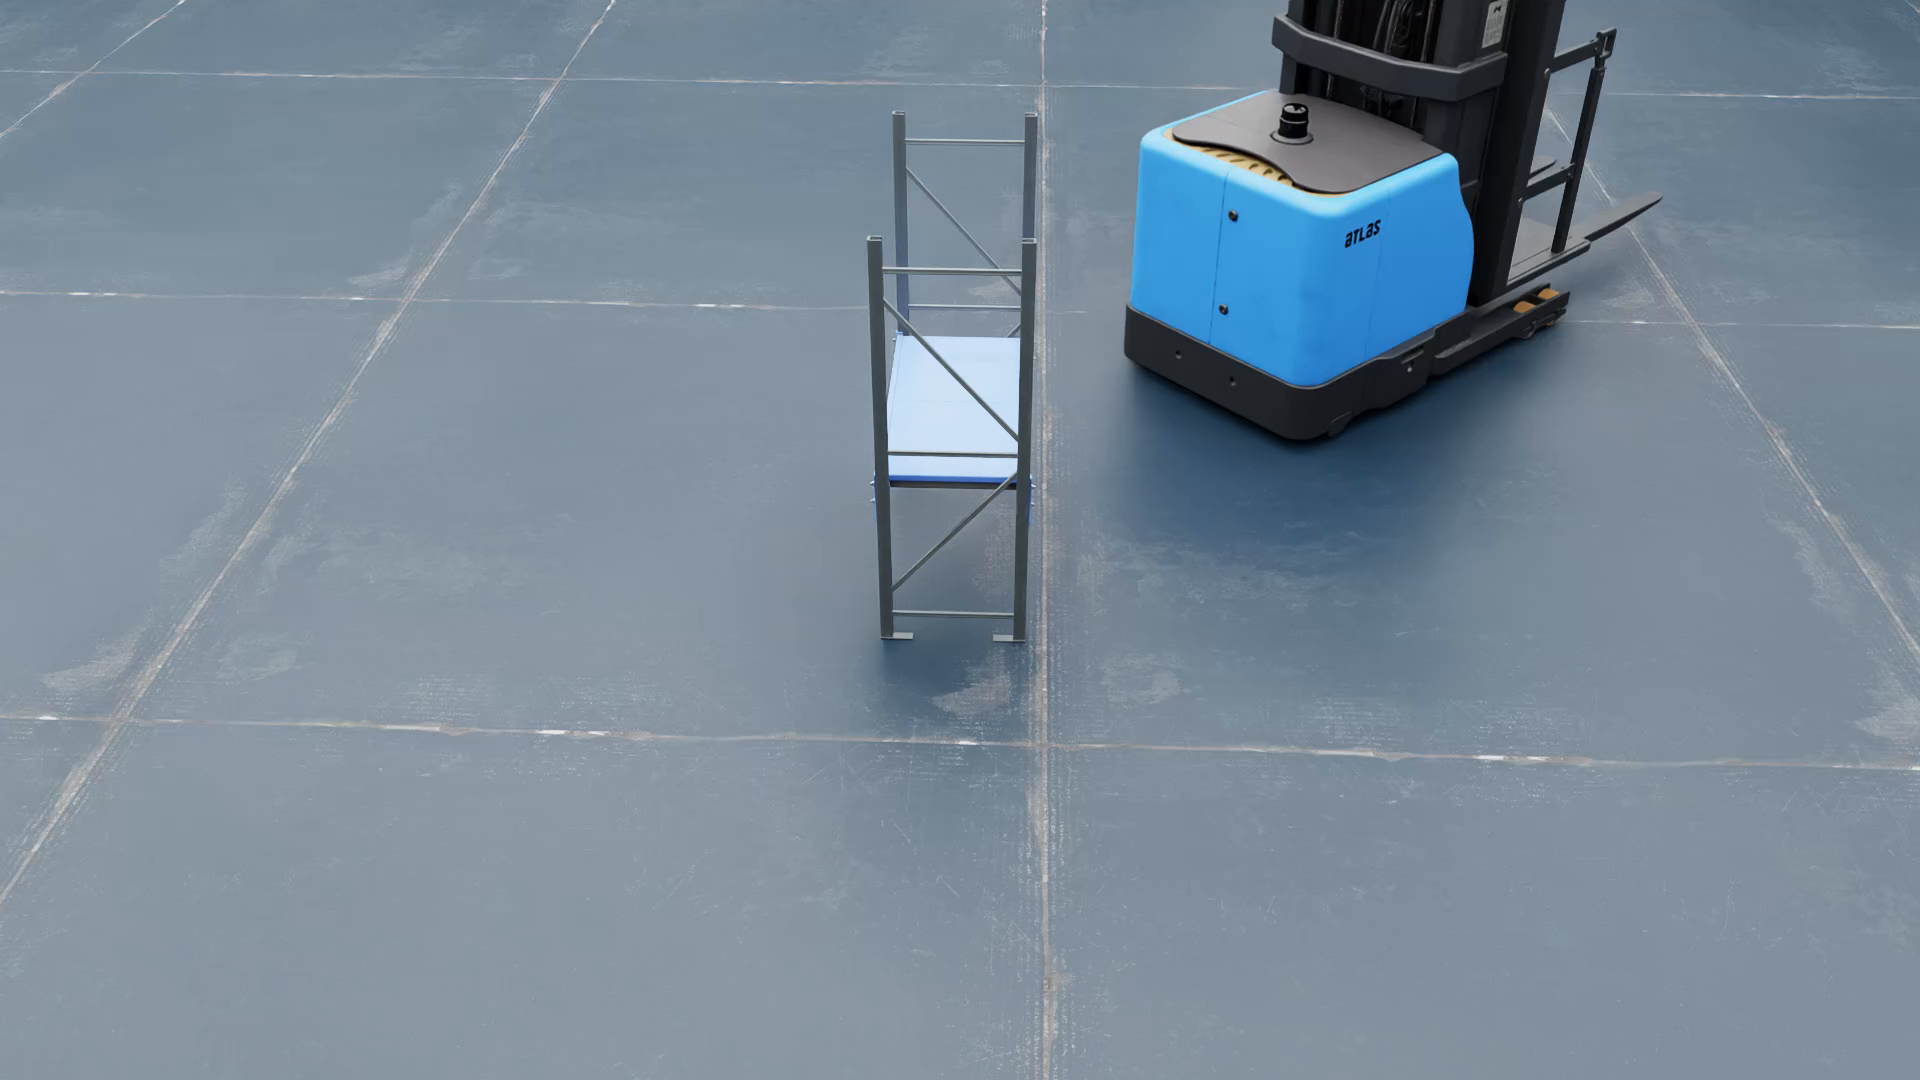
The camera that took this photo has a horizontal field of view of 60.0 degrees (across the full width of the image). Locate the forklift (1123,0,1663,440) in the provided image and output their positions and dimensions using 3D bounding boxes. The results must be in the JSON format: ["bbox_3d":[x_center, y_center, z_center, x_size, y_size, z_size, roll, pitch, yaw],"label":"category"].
[{"bbox_3d":[2.160,-2.316,6.997,3.031,2.935,1.130,-27,43,-33],"label":"forklift"}]

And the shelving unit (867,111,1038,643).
[{"bbox_3d":[-0.003,-0.565,5.749,0.538,1.500,1.048,1,35,2],"label":"shelving unit"}]

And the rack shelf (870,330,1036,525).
[{"bbox_3d":[-0.003,-0.417,5.852,0.538,0.185,1.000,1,35,2],"label":"rack shelf"}]

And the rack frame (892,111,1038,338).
[{"bbox_3d":[0.017,-0.857,6.165,0.500,1.500,0.032,1,35,2],"label":"rack frame"}]

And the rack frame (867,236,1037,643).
[{"bbox_3d":[-0.024,-0.273,5.333,0.500,1.500,0.032,1,35,2],"label":"rack frame"}]
